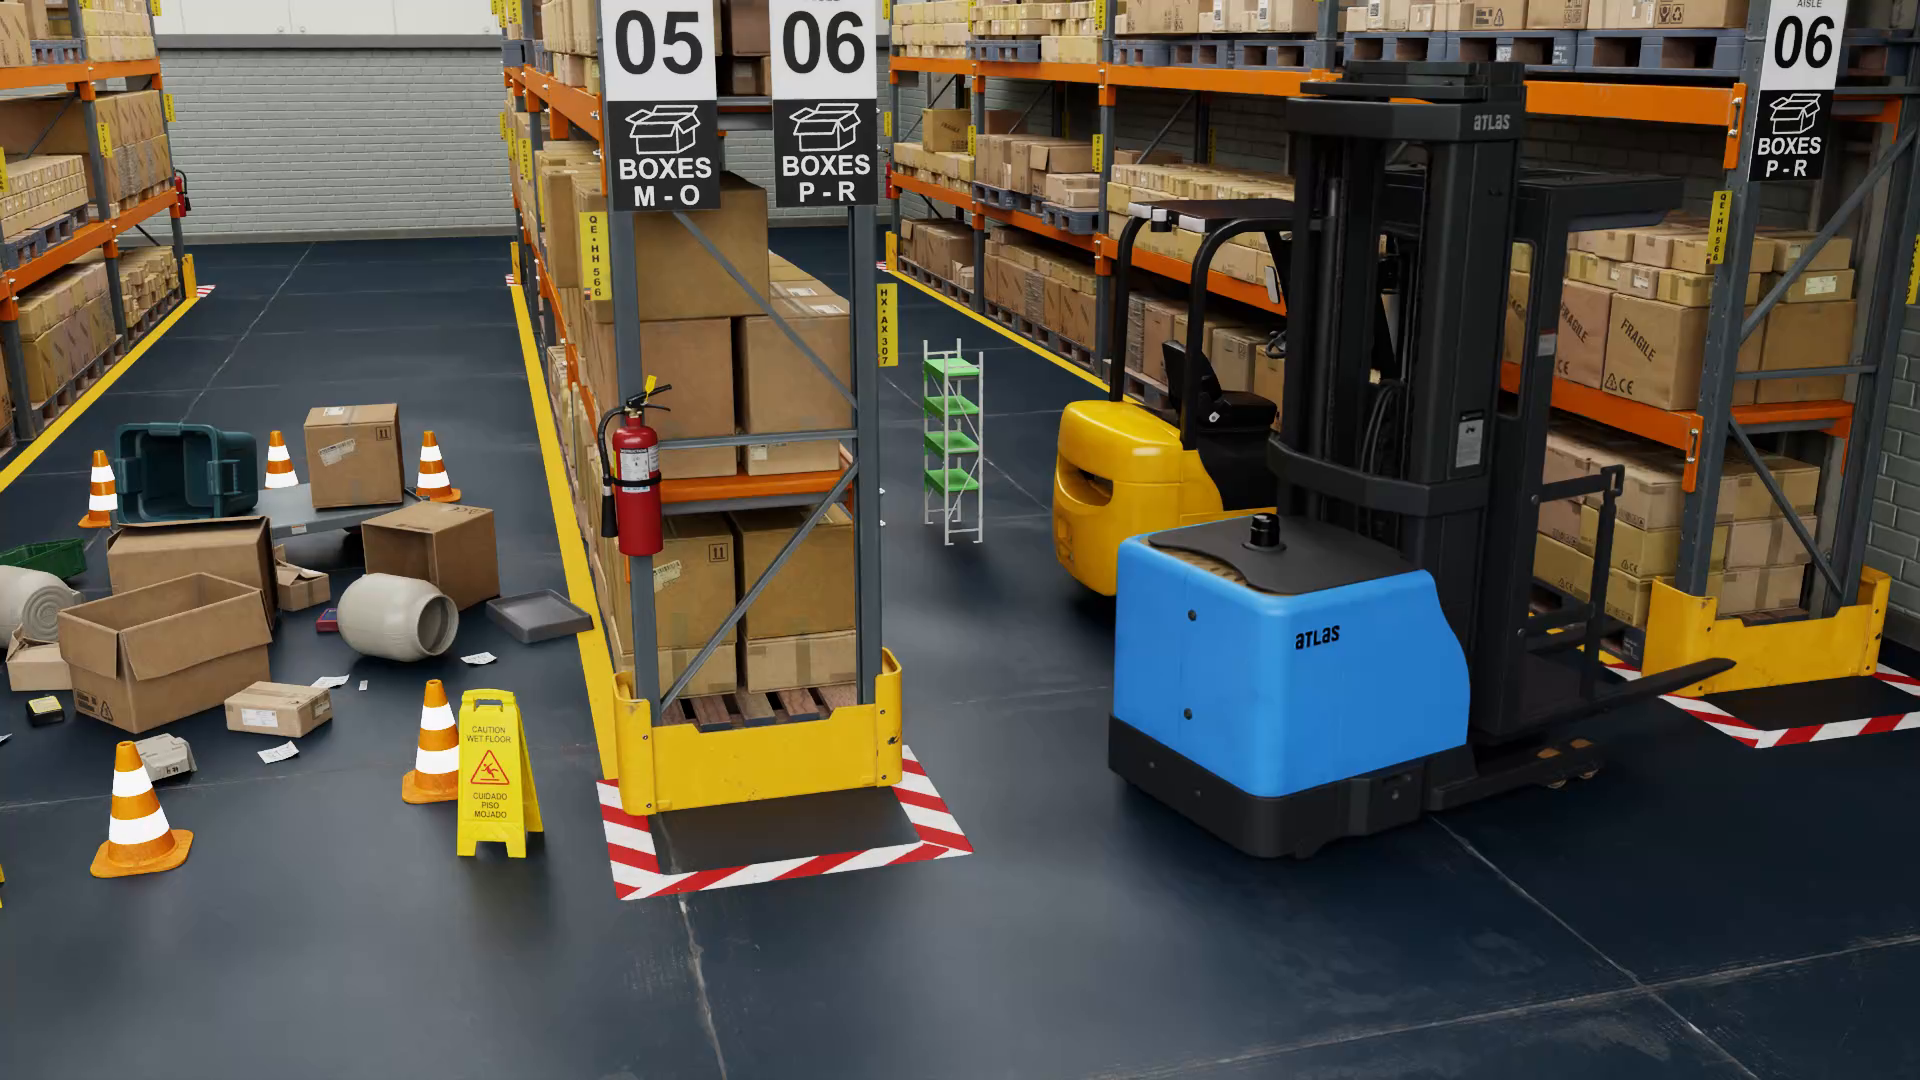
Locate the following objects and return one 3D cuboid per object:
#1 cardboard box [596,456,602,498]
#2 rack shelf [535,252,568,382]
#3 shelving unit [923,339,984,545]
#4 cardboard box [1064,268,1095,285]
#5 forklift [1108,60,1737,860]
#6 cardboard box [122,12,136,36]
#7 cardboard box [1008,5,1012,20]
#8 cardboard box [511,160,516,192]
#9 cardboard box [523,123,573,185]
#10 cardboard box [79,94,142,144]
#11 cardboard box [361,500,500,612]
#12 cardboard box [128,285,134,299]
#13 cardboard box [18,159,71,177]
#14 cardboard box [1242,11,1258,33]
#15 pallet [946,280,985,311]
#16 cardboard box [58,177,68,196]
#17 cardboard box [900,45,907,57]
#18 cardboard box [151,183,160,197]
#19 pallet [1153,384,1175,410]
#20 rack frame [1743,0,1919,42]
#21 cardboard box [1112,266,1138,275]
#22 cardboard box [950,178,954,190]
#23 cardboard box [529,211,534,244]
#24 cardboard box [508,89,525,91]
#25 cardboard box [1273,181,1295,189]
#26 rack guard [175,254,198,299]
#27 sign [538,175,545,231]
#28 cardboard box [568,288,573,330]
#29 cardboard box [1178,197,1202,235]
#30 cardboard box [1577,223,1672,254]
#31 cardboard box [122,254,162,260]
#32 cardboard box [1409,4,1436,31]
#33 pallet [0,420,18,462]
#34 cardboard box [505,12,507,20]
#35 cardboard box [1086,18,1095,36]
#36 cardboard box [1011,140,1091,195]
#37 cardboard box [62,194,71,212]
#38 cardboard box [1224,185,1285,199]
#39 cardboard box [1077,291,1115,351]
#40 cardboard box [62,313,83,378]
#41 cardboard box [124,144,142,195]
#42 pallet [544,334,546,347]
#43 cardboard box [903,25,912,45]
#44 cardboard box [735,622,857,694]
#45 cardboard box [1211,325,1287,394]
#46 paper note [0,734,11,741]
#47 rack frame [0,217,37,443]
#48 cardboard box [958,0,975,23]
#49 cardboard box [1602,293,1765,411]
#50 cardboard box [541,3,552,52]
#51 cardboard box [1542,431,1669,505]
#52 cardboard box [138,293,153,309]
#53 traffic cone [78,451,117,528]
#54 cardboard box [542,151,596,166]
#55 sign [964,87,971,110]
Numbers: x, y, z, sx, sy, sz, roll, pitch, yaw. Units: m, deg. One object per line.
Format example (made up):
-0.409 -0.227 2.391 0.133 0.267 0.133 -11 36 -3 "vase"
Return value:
-1.520 -0.309 7.886 0.380 0.149 0.250 -4 17 -14 "cardboard box"
-2.466 -1.703 12.159 1.077 0.370 4.000 -5 17 -15 "rack shelf"
-0.046 -0.620 10.432 0.258 1.200 0.503 -5 17 -15 "shelving unit"
1.242 -2.575 16.298 0.380 0.149 0.250 -5 18 -17 "cardboard box"
2.159 -0.481 6.960 3.031 2.935 1.130 -10 19 -29 "forklift"
-9.295 -5.608 18.086 0.500 0.250 0.500 -4 17 -14 "cardboard box"
0.710 -5.414 17.065 0.380 0.149 0.250 -4 17 -14 "cardboard box"
-5.070 -4.426 19.800 0.500 0.500 0.500 -5 17 -16 "cardboard box"
-3.558 -3.391 14.616 0.500 0.500 0.500 -4 17 -14 "cardboard box"
-9.142 -4.528 17.882 0.500 0.500 0.500 -5 18 -17 "cardboard box"
-2.931 0.105 9.228 0.500 0.500 0.500 7 18 23 "cardboard box"
-8.968 -2.594 17.583 0.380 0.149 0.250 -6 18 -18 "cardboard box"
-8.405 -3.412 15.271 0.380 0.149 0.250 -5 18 -17 "cardboard box"
2.261 -3.733 11.986 0.380 0.149 0.250 -5 17 -15 "cardboard box"
0.468 -2.955 19.924 1.003 0.211 1.213 -5 17 -15 "pallet"
-8.329 -3.200 15.081 0.380 0.149 0.250 -5 18 -17 "cardboard box"
-0.579 -6.417 21.824 0.380 0.149 0.250 -4 17 -14 "cardboard box"
-9.377 -3.998 18.983 0.380 0.149 0.250 -4 17 -14 "cardboard box"
2.276 -1.091 13.718 1.003 0.211 1.213 -5 17 -15 "pallet"
3.954 -3.655 6.977 1.000 3.000 0.127 -5 17 -15 "rack frame"
1.719 -2.616 16.435 0.380 0.149 0.250 -4 17 -15 "cardboard box"
0.093 -4.264 19.869 0.380 0.149 0.250 -4 17 -14 "cardboard box"
-3.560 -2.789 14.782 0.500 0.250 0.500 -4 17 -14 "cardboard box"
-5.192 -5.312 19.883 0.380 0.149 0.250 -5 18 -17 "cardboard box"
2.665 -2.718 12.984 0.380 0.149 0.250 -5 17 -16 "cardboard box"
-9.925 -3.176 20.157 1.175 0.500 0.348 -5 17 -15 "rack guard"
-2.449 -2.004 9.898 0.100 0.325 0.005 -5 17 -15 "sign"
-1.903 -1.404 9.222 0.500 0.500 0.500 -5 17 -15 "cardboard box"
2.070 -2.596 13.272 0.500 0.250 0.500 -4 17 -14 "cardboard box"
3.461 -1.576 8.665 0.380 0.149 0.250 -5 17 -15 "cardboard box"
-9.340 -3.177 19.004 0.380 0.149 0.250 -5 18 -17 "cardboard box"
2.897 -3.093 9.852 0.380 0.149 0.250 -4 17 -14 "cardboard box"
-7.603 -0.622 12.156 1.003 0.211 1.213 -5 17 -15 "pallet"
-4.314 -5.115 16.555 0.396 0.266 0.258 -5 17 -16 "cardboard box"
1.374 -4.702 15.246 0.380 0.149 0.250 -5 17 -17 "cardboard box"
0.932 -3.838 17.111 0.700 0.500 0.500 -5 17 -16 "cardboard box"
-8.340 -3.064 15.147 0.380 0.149 0.250 -6 18 -18 "cardboard box"
2.231 -2.605 12.609 0.380 0.149 0.250 -5 17 -17 "cardboard box"
1.433 -2.098 15.839 0.500 0.500 0.500 -4 17 -14 "cardboard box"
-7.984 -1.682 14.452 0.500 0.500 0.500 -5 17 -17 "cardboard box"
-8.987 -3.914 17.577 0.500 0.500 0.500 -5 17 -16 "cardboard box"
-3.492 -1.826 16.165 1.003 0.211 1.213 -5 17 -15 "pallet"
-0.424 -6.431 21.178 0.500 0.250 0.500 -4 17 -14 "cardboard box"
-0.773 0.483 7.681 0.500 0.250 0.500 -5 17 -16 "cardboard box"
2.495 -1.311 12.999 0.875 0.625 0.625 -5 17 -16 "cardboard box"
-4.336 0.897 7.414 0.144 0.017 0.142 1 17 4 "paper note"
-7.748 -2.182 12.501 1.000 3.000 0.127 -5 17 -15 "rack frame"
0.286 -5.968 18.767 0.500 0.250 0.500 -5 17 -15 "cardboard box"
3.566 -0.945 8.210 0.500 0.500 0.500 -5 17 -16 "cardboard box"
-2.059 -2.858 9.284 0.500 0.250 0.500 -5 17 -16 "cardboard box"
3.382 -0.388 8.842 0.500 0.250 0.500 -4 17 -14 "cardboard box"
-9.034 -2.606 18.138 0.380 0.149 0.250 -5 17 -17 "cardboard box"
-5.565 -0.351 10.815 0.336 0.463 0.334 -5 17 -15 "traffic cone"
-1.773 -1.741 8.605 0.700 0.500 0.500 -5 17 -16 "cardboard box"
0.096 -5.952 22.489 0.100 0.325 0.005 -5 17 -15 "sign"
